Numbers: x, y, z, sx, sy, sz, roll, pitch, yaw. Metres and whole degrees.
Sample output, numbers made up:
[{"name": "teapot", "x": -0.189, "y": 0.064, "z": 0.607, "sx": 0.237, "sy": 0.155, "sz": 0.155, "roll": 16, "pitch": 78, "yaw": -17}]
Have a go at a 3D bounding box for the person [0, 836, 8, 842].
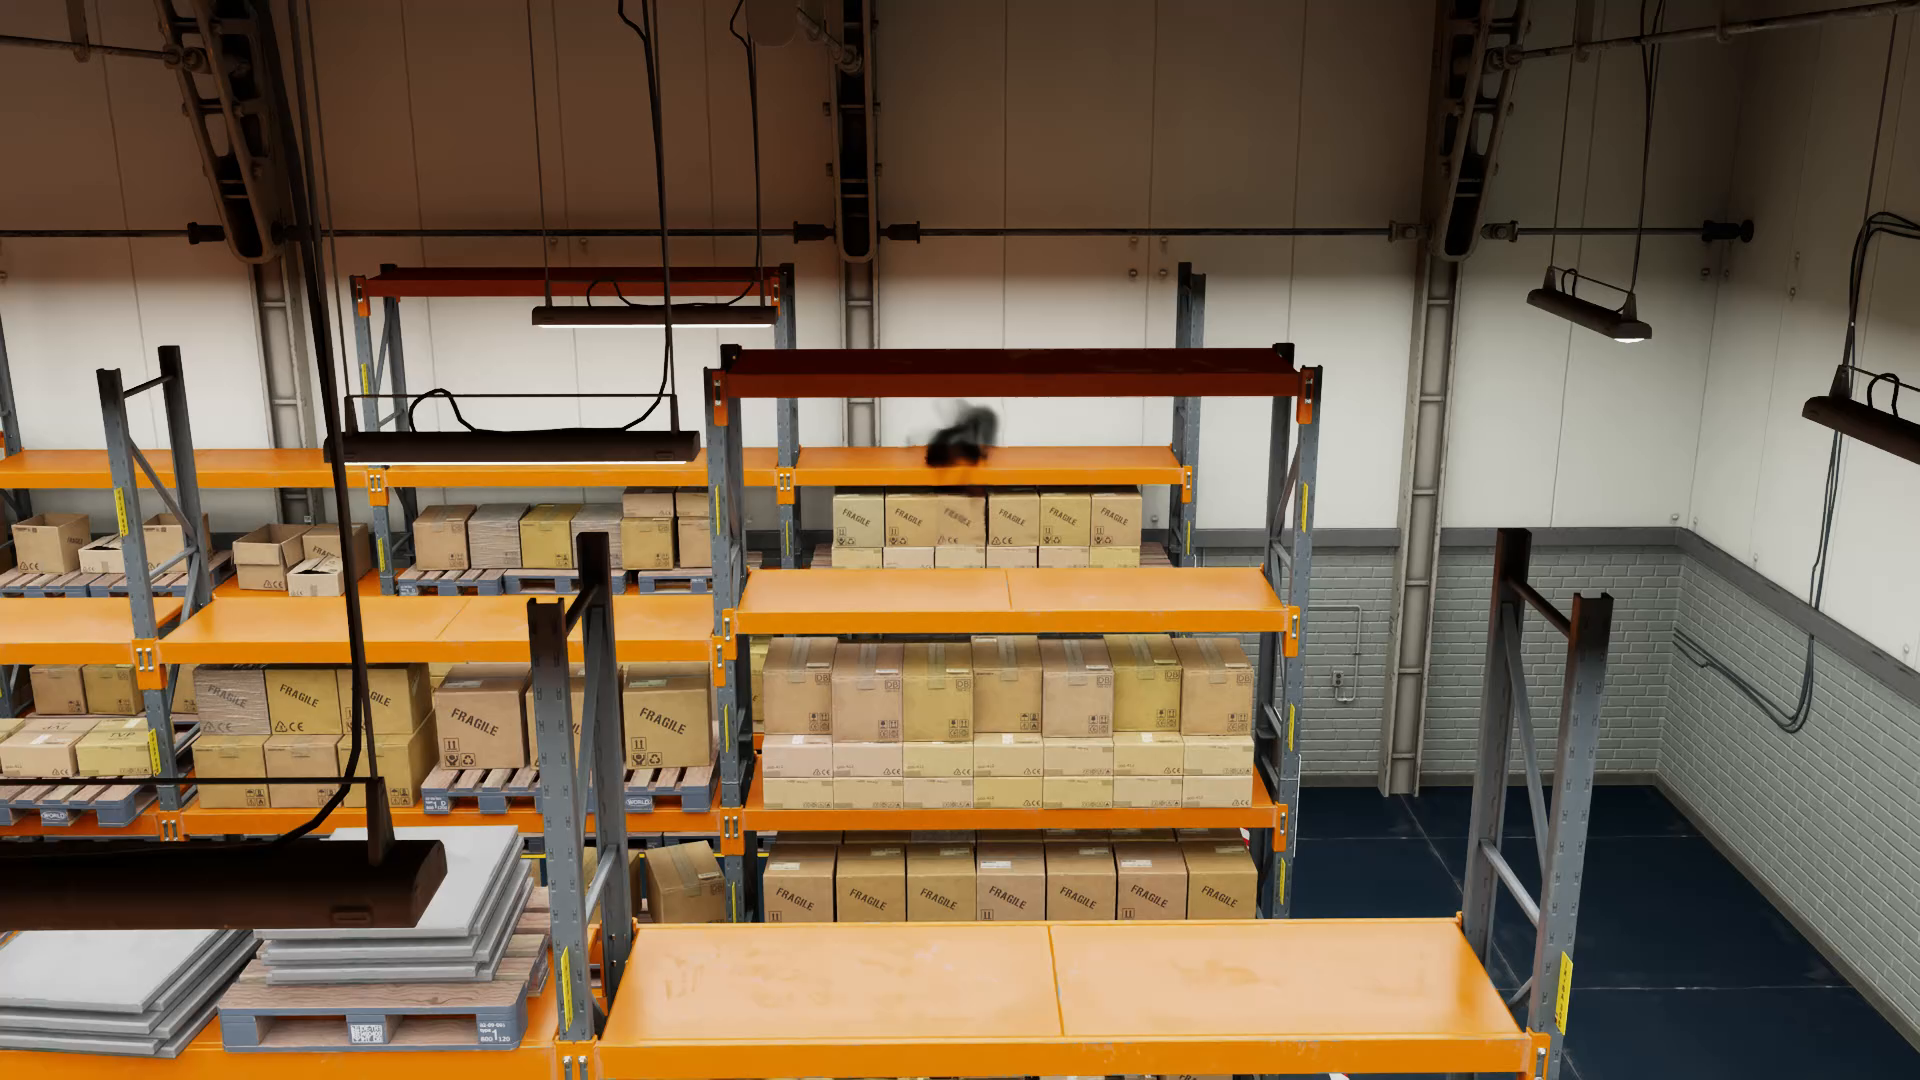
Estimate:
[{"name": "person", "x": -8.343, "y": 3.226, "z": 14.501, "sx": 0.924, "sy": 1.648, "sz": 0.606, "roll": -3, "pitch": 16, "yaw": -11}]
